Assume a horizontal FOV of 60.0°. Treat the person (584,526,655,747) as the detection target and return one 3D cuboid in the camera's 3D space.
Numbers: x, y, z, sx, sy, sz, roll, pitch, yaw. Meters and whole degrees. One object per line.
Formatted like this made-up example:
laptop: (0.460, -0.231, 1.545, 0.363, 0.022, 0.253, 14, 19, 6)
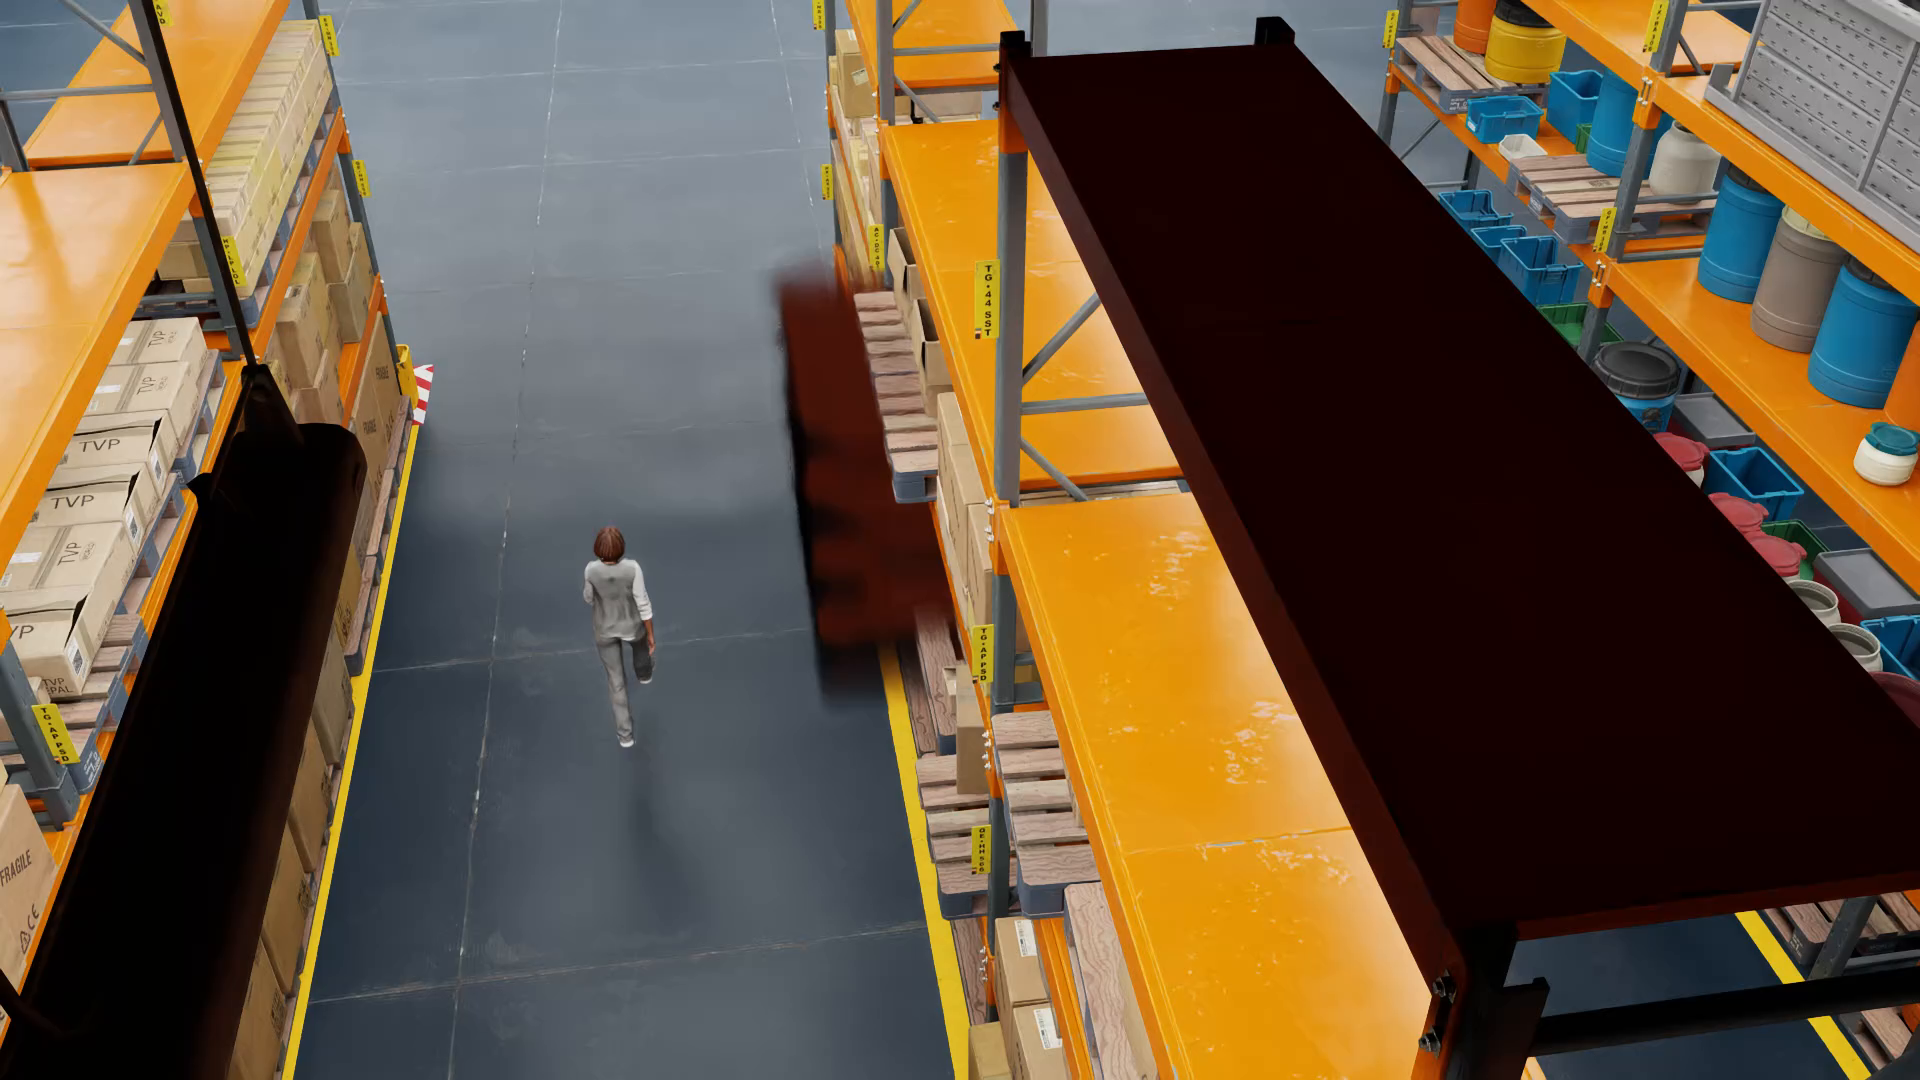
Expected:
person: (-2.222, 0.517, 10.920, 0.434, 1.539, 0.928, -5, 37, -7)
